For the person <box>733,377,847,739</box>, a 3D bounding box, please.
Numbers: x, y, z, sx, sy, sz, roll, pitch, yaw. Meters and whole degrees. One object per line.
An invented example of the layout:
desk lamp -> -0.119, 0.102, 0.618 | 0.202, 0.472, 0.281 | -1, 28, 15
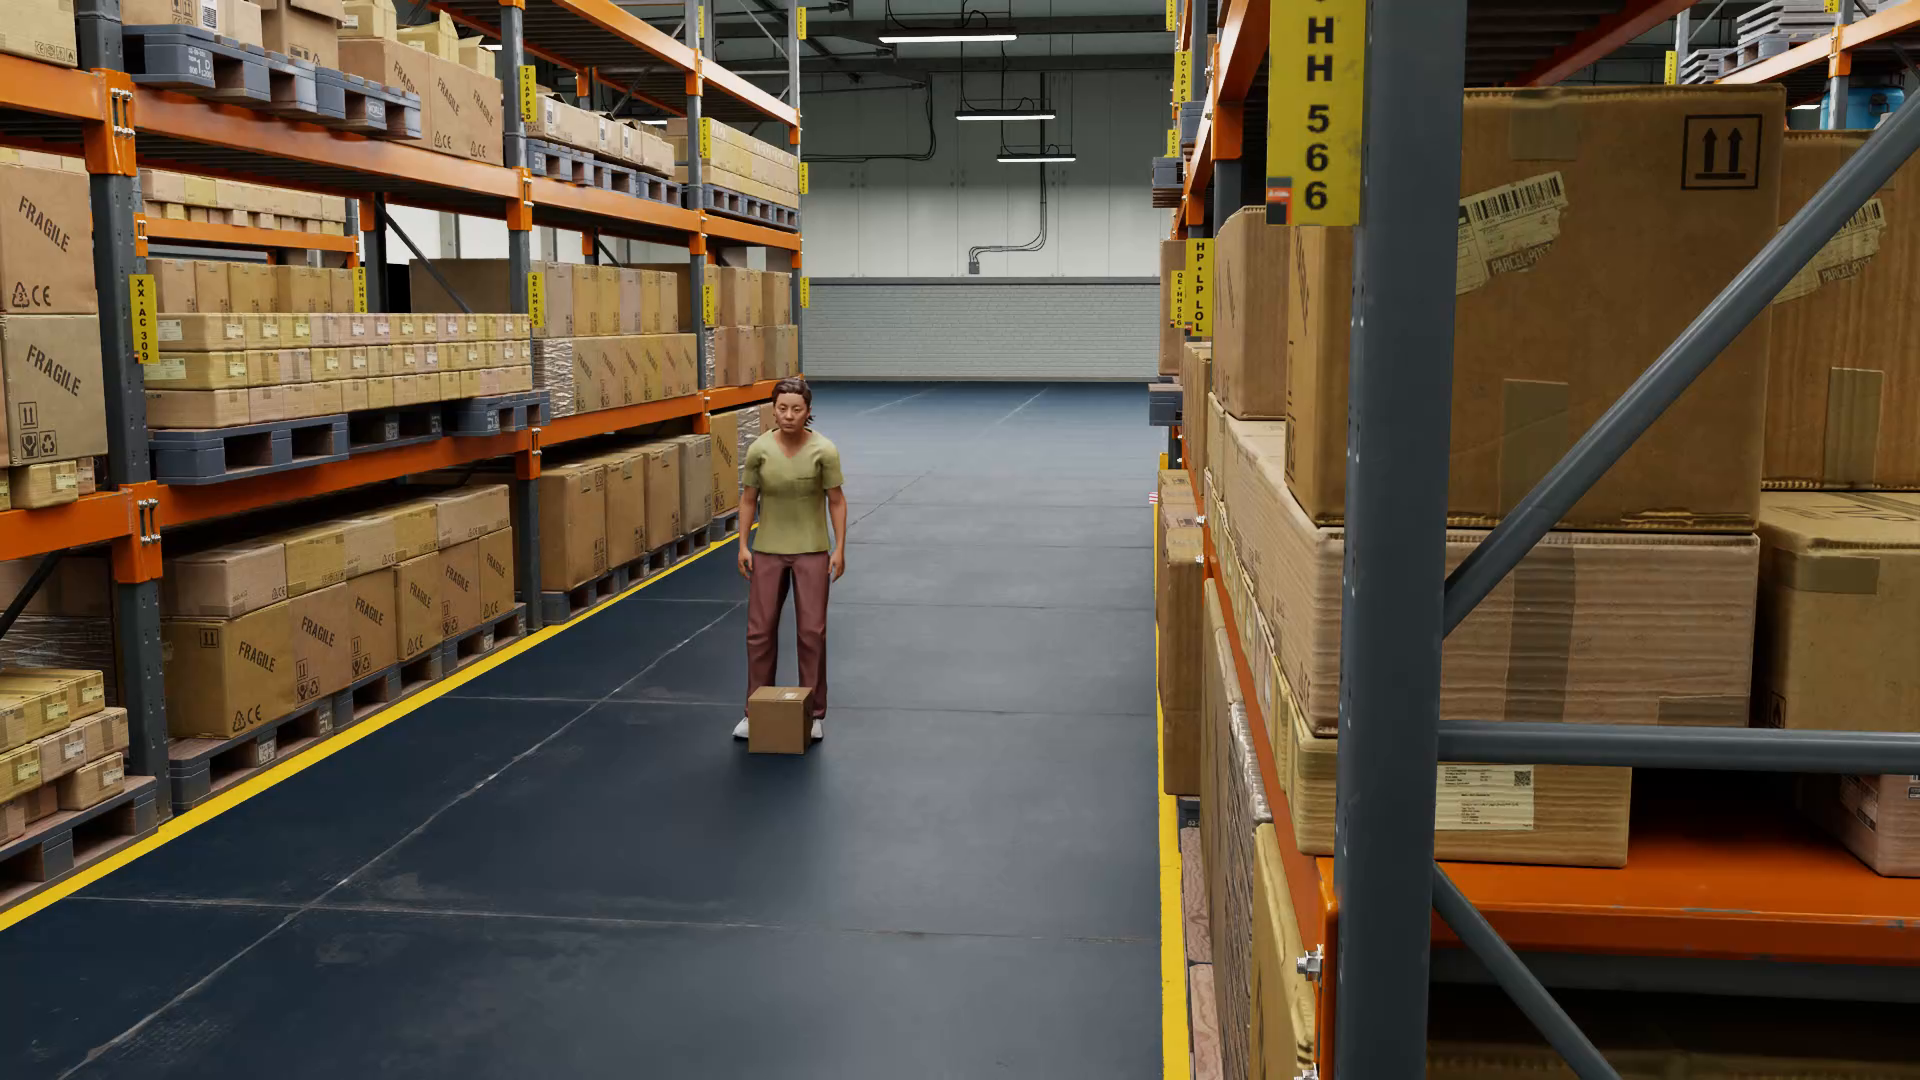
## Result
person -> -0.788, 0.081, 7.706 | 0.521, 1.672, 0.365 | 0, 8, 3
